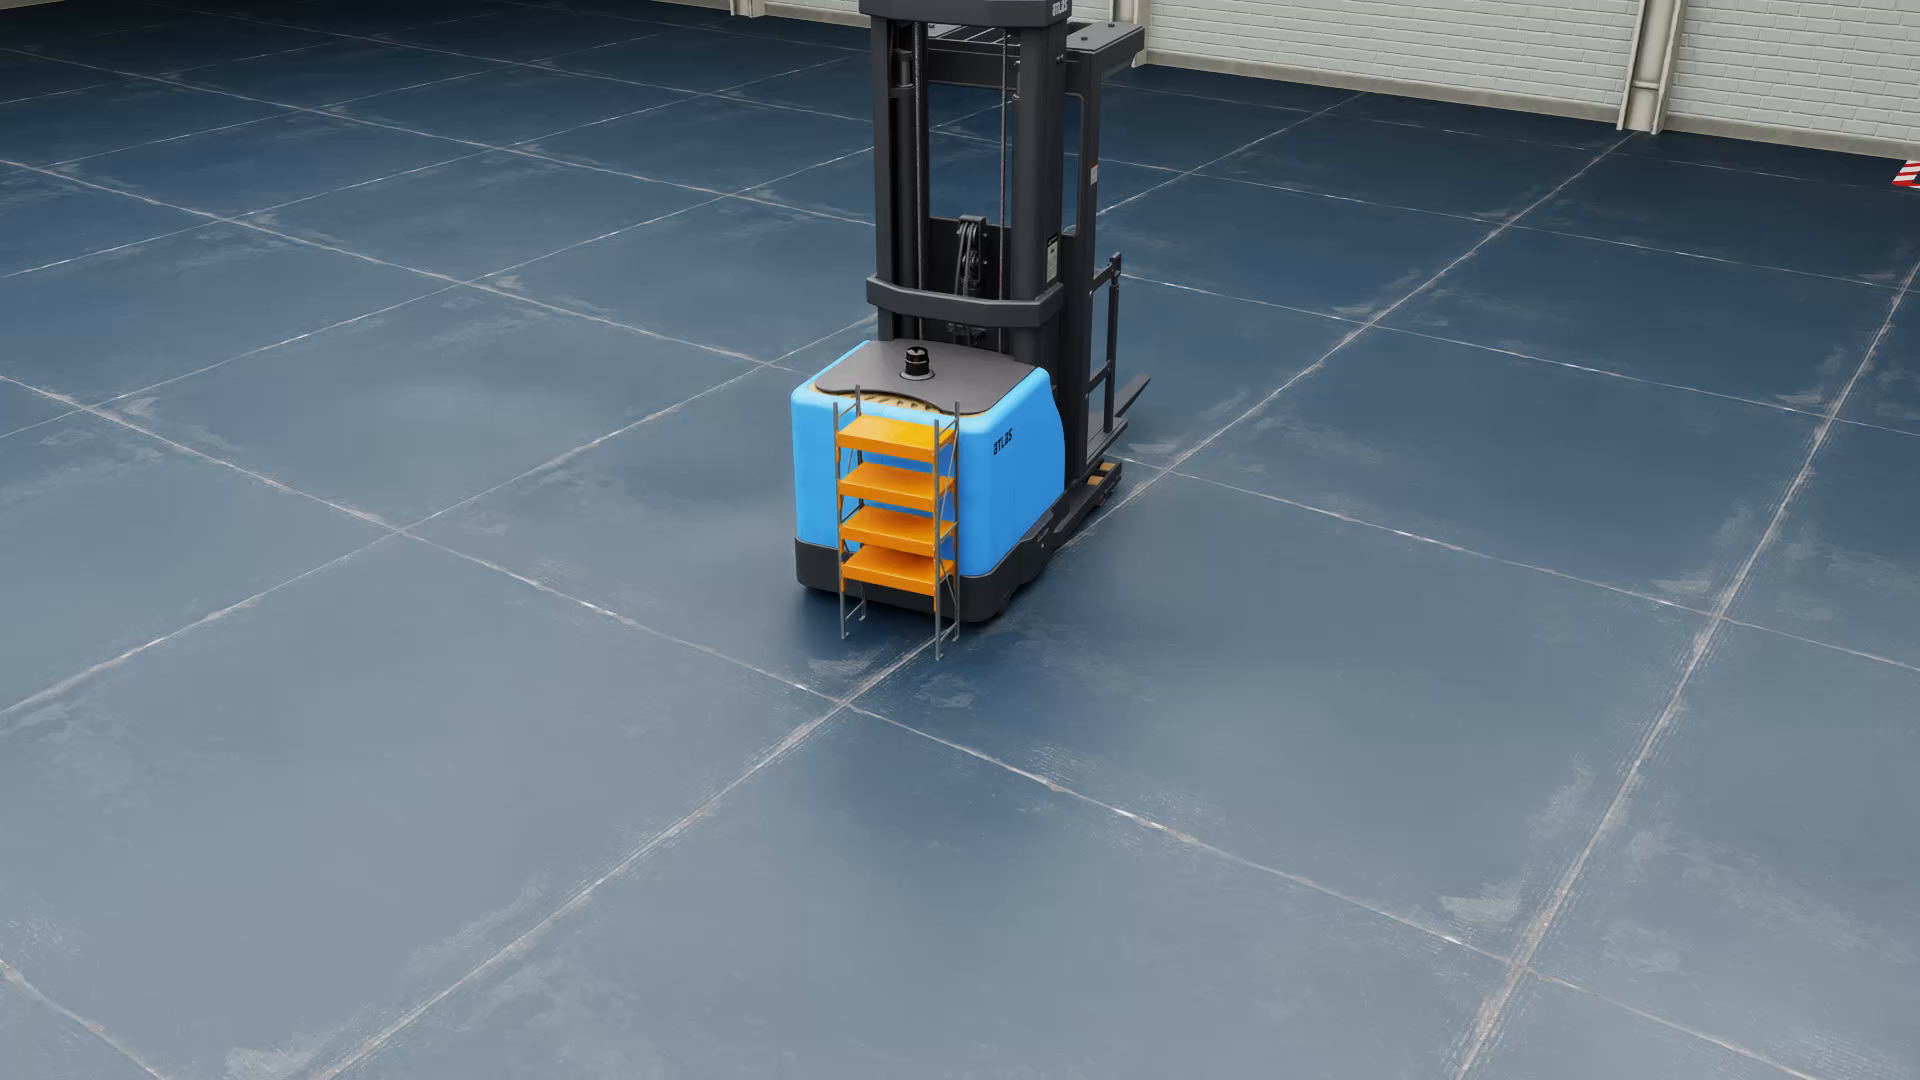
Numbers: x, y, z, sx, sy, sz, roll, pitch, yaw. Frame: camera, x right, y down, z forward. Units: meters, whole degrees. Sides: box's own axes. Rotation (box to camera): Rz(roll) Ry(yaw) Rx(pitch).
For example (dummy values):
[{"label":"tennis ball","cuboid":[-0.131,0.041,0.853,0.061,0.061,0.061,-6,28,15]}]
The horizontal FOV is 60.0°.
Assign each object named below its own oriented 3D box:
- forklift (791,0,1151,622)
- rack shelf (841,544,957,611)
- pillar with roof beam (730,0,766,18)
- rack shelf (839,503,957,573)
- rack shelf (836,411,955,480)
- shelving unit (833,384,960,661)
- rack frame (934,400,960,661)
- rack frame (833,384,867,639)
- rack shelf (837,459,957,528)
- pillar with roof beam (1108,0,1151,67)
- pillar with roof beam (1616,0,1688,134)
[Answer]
[{"label":"forklift","cuboid":[0.254,-1.564,8.592,1.130,2.935,3.031,11,29,21]},{"label":"rack shelf","cuboid":[-0.280,0.163,7.692,0.480,0.148,0.258,11,29,21]},{"label":"pillar with roof beam","cuboid":[-5.370,-9.688,17.866,0.400,9.000,9.100,17,32,30]},{"label":"rack shelf","cuboid":[-0.280,-0.013,7.602,0.480,0.148,0.258,11,29,21]},{"label":"rack shelf","cuboid":[-0.280,-0.424,7.393,0.480,0.148,0.258,11,29,21]},{"label":"shelving unit","cuboid":[-0.280,-0.073,7.571,0.503,1.200,0.258,11,29,21]},{"label":"rack frame","cuboid":[-0.057,-0.029,7.485,0.015,1.200,0.240,11,29,21]},{"label":"rack frame","cuboid":[-0.504,-0.118,7.658,0.015,1.200,0.240,11,29,21]},{"label":"rack shelf","cuboid":[-0.280,-0.213,7.501,0.480,0.148,0.258,11,29,21]},{"label":"pillar with roof beam","cuboid":[-0.425,-8.148,14.839,0.400,9.000,9.100,17,32,30]},{"label":"pillar with roof beam","cuboid":[4.521,-6.607,11.811,0.400,9.000,9.100,17,32,30]}]
